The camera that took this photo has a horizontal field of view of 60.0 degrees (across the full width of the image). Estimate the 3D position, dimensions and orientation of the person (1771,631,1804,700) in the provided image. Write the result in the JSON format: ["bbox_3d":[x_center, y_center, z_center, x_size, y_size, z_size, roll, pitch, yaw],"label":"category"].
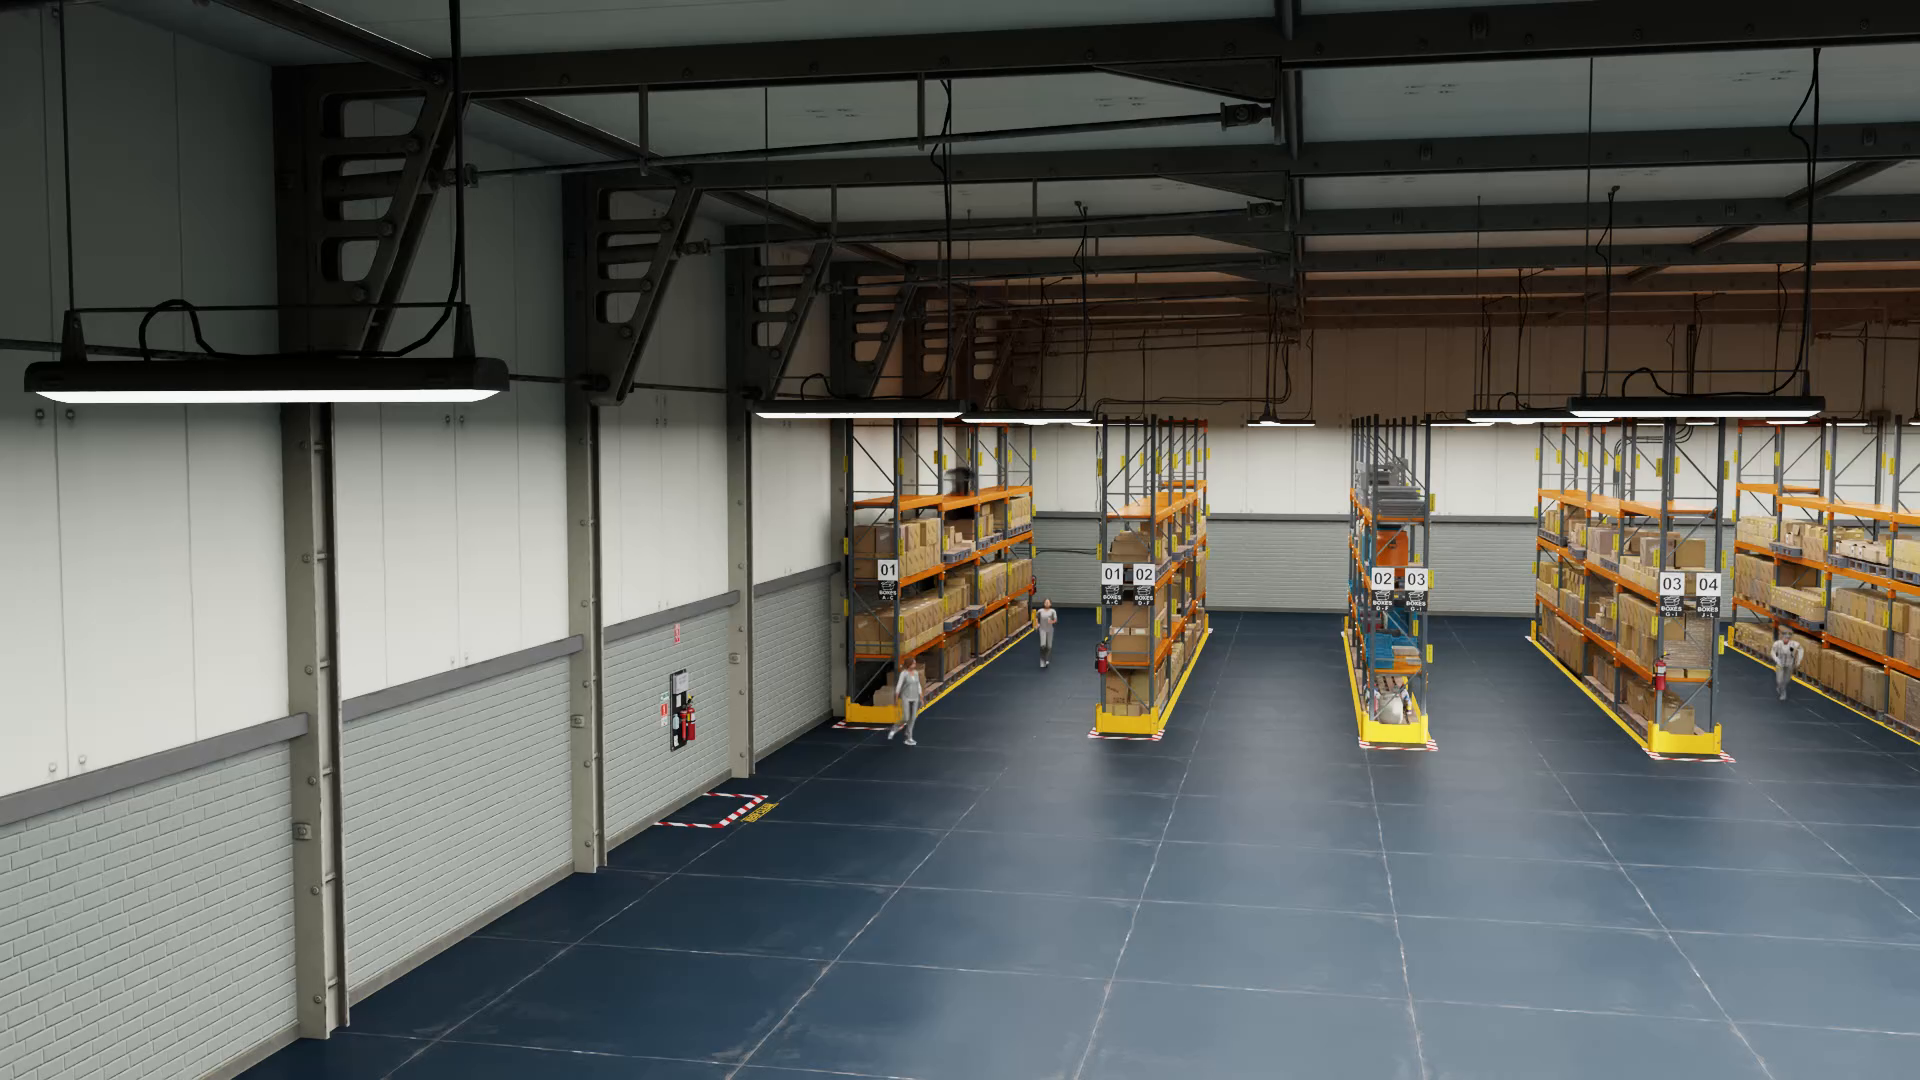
[{"bbox_3d":[17.441,2.645,35.076,0.638,1.499,0.772,2,4,23],"label":"person"}]

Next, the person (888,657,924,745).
[{"bbox_3d":[-1.004,2.915,30.175,0.559,1.591,0.506,-3,5,-38],"label":"person"}]

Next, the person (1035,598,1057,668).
[{"bbox_3d":[2.074,2.229,39.946,0.517,1.687,0.696,0,4,-4],"label":"person"}]
